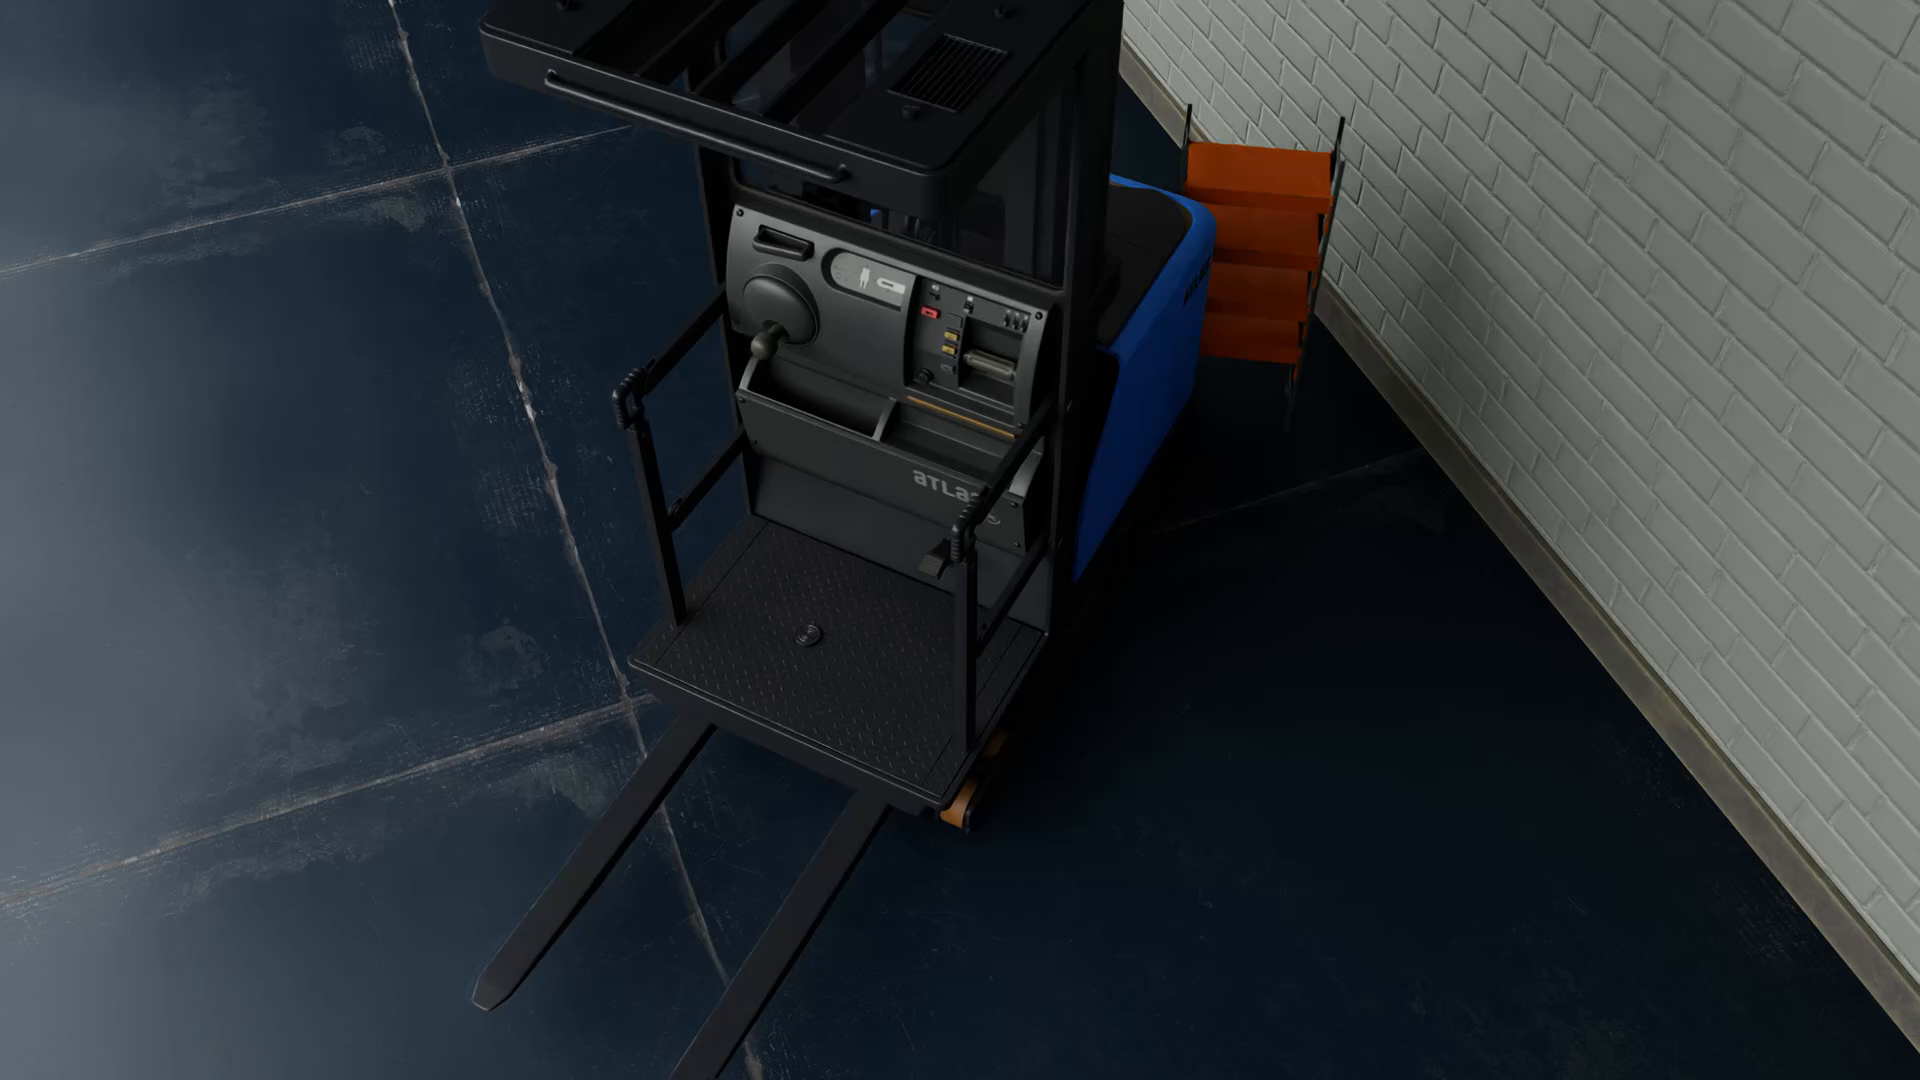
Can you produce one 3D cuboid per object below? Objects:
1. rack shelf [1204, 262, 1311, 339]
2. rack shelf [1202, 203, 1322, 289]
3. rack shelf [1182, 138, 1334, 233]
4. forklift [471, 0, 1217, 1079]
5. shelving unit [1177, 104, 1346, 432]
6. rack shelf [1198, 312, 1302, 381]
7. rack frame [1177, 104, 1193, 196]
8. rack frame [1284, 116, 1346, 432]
[{"bbox_3d":[0.970,-0.861,5.787,0.480,0.148,0.258,6,50,5],"label":"rack shelf"},{"bbox_3d":[0.970,-1.006,5.617,0.480,0.148,0.258,6,50,5],"label":"rack shelf"},{"bbox_3d":[0.970,-1.161,5.438,0.480,0.148,0.258,6,50,5],"label":"rack shelf"},{"bbox_3d":[-0.301,-0.487,4.236,1.130,2.935,3.031,22,53,18],"label":"forklift"},{"bbox_3d":[0.970,-0.904,5.736,0.503,1.200,0.258,6,50,5],"label":"shelving unit"},{"bbox_3d":[0.970,-0.731,5.938,0.480,0.148,0.258,6,50,5],"label":"rack shelf"},{"bbox_3d":[0.728,-0.931,5.759,0.015,1.200,0.240,6,50,5],"label":"rack frame"},{"bbox_3d":[1.211,-0.878,5.713,0.015,1.200,0.240,6,50,5],"label":"rack frame"}]
